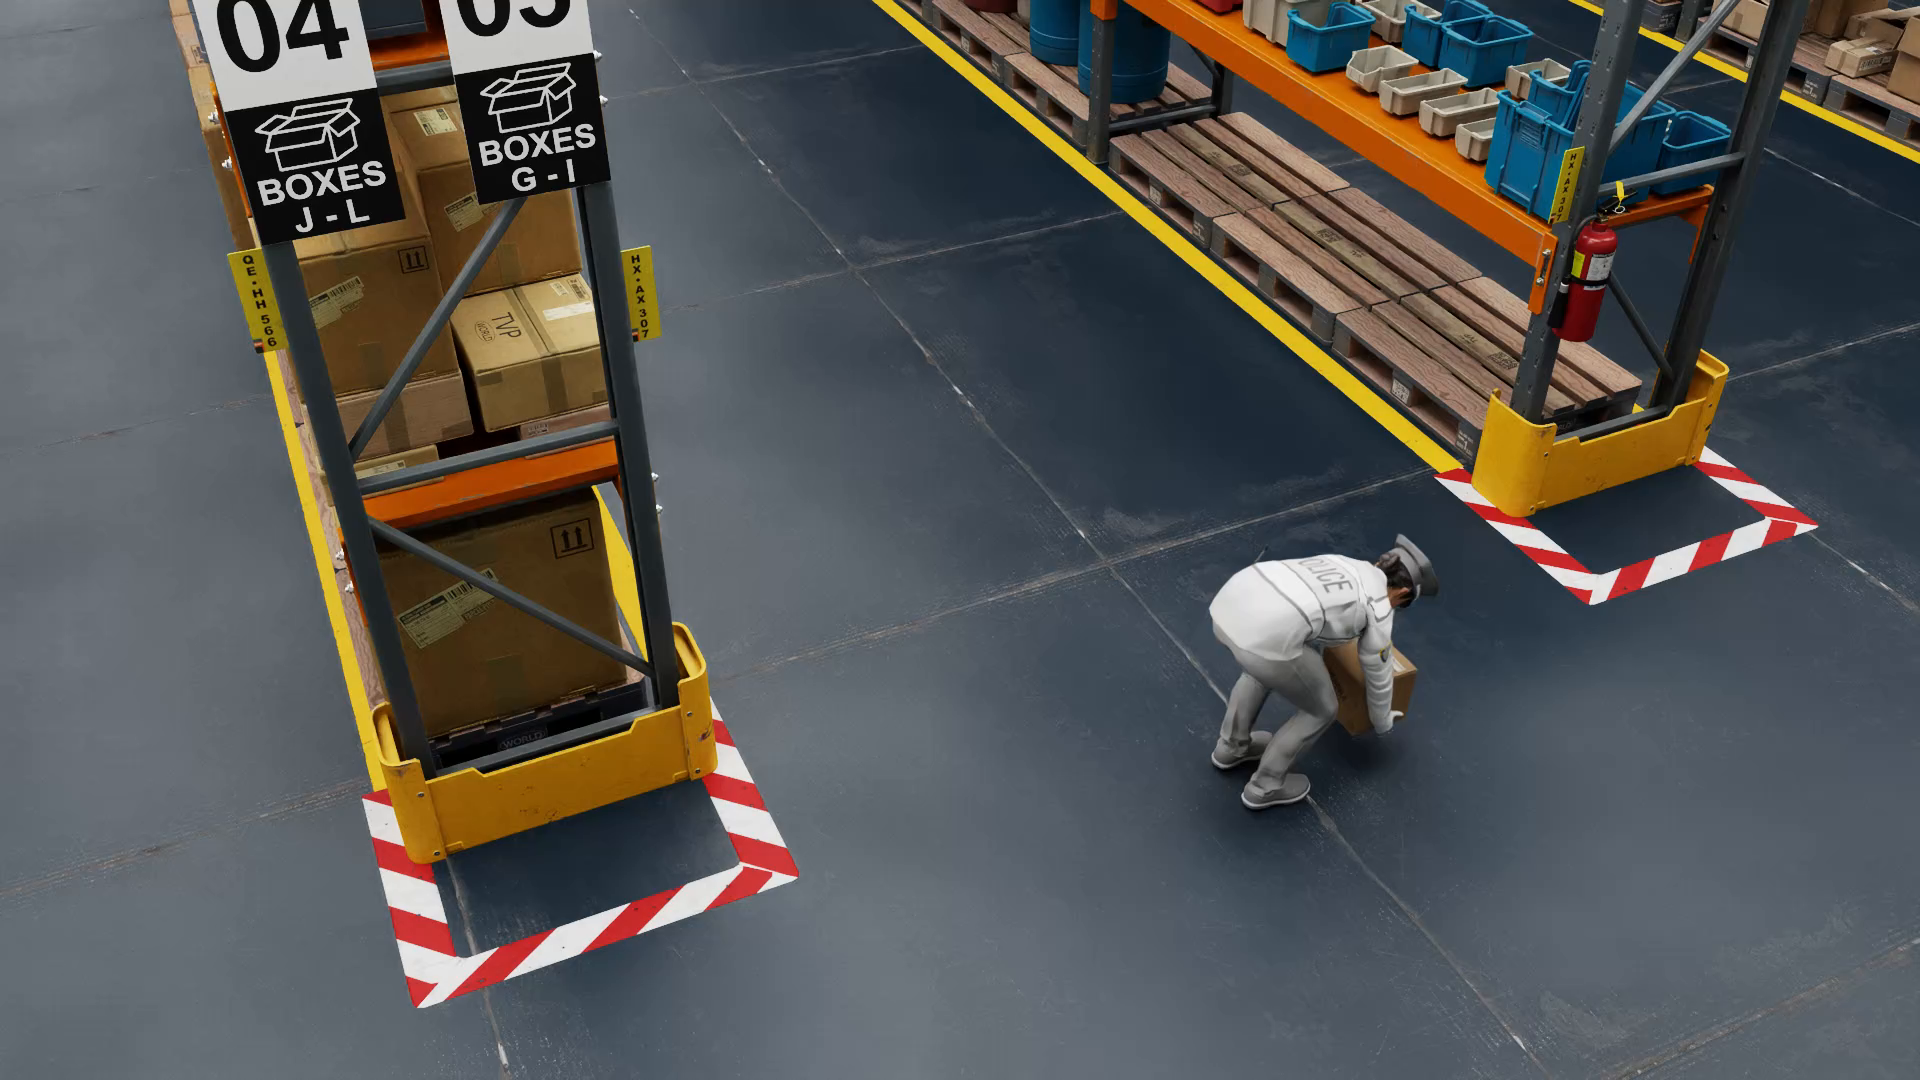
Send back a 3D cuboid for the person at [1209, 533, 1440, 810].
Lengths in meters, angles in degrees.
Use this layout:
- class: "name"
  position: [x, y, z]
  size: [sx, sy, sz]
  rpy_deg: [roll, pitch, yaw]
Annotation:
- class: "person"
  position: [1.316, 0.453, 6.112]
  size: [0.912, 0.994, 0.436]
  rpy_deg: [-18, 41, -22]
